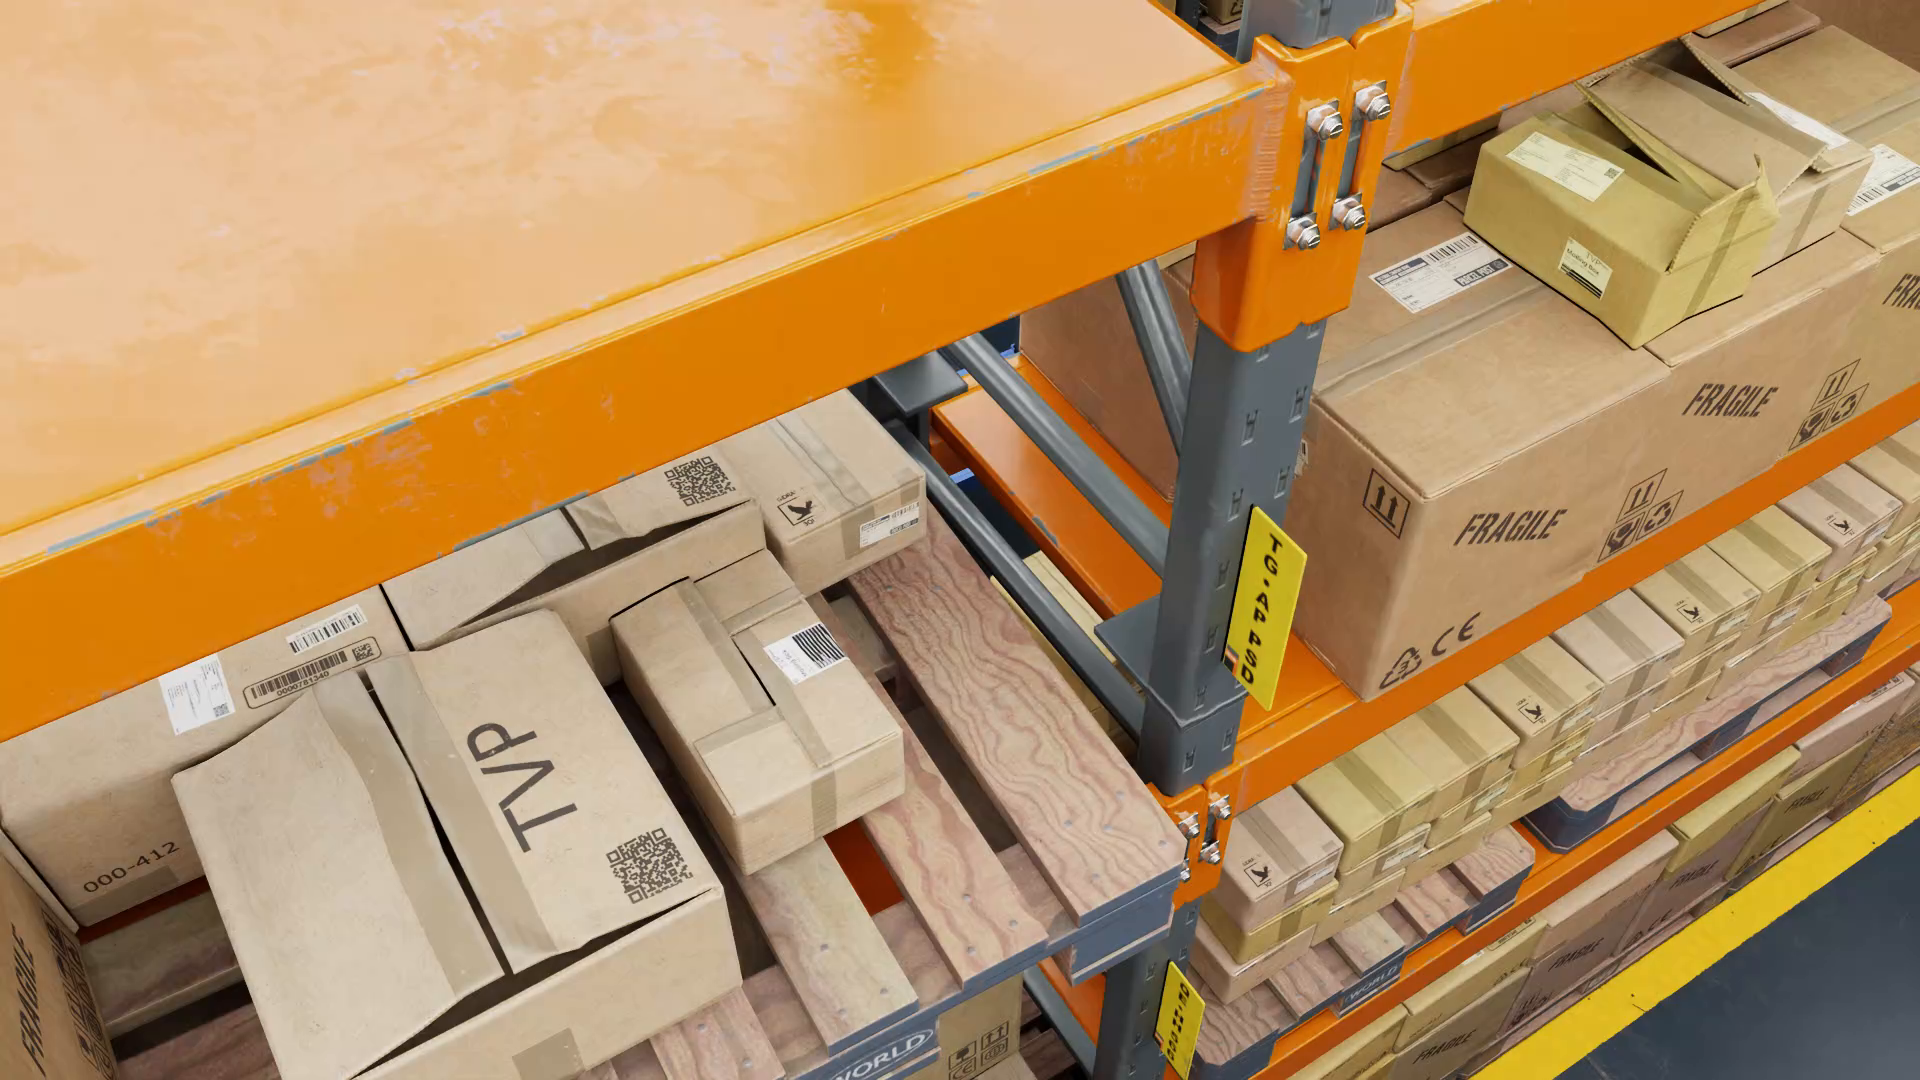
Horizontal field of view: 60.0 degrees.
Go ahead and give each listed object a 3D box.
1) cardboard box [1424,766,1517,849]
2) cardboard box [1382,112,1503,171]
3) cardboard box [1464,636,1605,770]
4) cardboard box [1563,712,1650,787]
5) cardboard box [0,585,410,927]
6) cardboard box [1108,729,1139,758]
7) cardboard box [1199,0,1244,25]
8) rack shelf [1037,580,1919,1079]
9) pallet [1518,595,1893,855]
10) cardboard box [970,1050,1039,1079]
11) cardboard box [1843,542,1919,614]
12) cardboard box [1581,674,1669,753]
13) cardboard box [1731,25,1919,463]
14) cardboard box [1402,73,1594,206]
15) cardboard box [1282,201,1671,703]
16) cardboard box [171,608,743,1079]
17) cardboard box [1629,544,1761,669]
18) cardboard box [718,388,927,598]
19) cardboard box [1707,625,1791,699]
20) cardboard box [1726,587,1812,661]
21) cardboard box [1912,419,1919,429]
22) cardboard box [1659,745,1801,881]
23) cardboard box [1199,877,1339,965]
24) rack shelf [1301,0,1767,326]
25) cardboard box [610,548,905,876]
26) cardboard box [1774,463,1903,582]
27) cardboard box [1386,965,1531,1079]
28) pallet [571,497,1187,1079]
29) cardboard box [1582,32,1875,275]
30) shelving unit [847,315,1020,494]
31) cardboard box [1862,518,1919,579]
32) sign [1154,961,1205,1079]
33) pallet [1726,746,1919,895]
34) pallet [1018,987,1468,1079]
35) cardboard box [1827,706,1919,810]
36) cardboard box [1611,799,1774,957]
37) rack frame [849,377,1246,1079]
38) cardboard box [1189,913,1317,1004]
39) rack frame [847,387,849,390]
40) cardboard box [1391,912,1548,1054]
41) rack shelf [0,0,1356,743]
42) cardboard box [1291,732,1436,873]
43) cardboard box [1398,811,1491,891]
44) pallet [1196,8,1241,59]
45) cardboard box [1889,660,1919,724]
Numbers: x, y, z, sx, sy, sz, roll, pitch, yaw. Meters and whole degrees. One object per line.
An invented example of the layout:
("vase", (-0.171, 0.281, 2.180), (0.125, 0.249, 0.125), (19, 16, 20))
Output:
("cardboard box", (1.078, 0.500, 3.929), (0.250, 0.149, 0.380), (-27, 54, -22))
("cardboard box", (0.739, -0.886, 2.888), (0.258, 0.266, 0.396), (-25, 53, -21))
("cardboard box", (1.264, 0.314, 3.896), (0.250, 0.149, 0.380), (-27, 54, -22))
("cardboard box", (1.502, 0.401, 4.217), (0.250, 0.149, 0.380), (-24, 52, -20))
("cardboard box", (-1.044, 0.167, 2.282), (0.500, 0.250, 0.500), (-24, 53, -20))
("cardboard box", (0.281, 0.396, 4.221), (0.250, 0.149, 0.380), (-24, 53, -20))
("cardboard box", (1.532, -3.474, 8.922), (0.875, 0.875, 0.875), (-25, 53, -21))
("rack shelf", (1.801, 0.381, 4.829), (4.000, 0.370, 1.077), (-25, 53, -21))
("pallet", (1.762, 0.188, 4.648), (1.213, 0.211, 1.003), (-25, 53, -21))
("cardboard box", (-0.128, 1.254, 3.503), (0.500, 0.500, 0.500), (-25, 53, -21))
("cardboard box", (2.387, -0.012, 4.584), (0.250, 0.149, 0.380), (-27, 54, -22))
("cardboard box", (1.502, 0.301, 4.107), (0.250, 0.149, 0.380), (-25, 53, -21))
("cardboard box", (1.574, -0.558, 3.108), (0.500, 0.500, 0.500), (-25, 53, -21))
("cardboard box", (0.873, -0.688, 3.224), (0.500, 0.500, 0.500), (-25, 53, -21))
("cardboard box", (0.735, -0.152, 2.746), (0.500, 0.500, 0.500), (-25, 53, -21))
("cardboard box", (-0.614, 0.404, 2.030), (0.500, 0.311, 0.500), (-25, 53, -21))
("cardboard box", (1.714, 0.098, 4.088), (0.250, 0.149, 0.380), (-24, 52, -20))
("cardboard box", (-0.258, -0.116, 2.602), (0.250, 0.149, 0.380), (-27, 54, -22))
("cardboard box", (1.937, 0.199, 4.396), (0.250, 0.149, 0.380), (-27, 54, -22))
("cardboard box", (1.940, 0.094, 4.291), (0.250, 0.149, 0.380), (-23, 52, -20))
("cardboard box", (2.589, -0.312, 4.453), (0.250, 0.149, 0.380), (-25, 53, -21))
("cardboard box", (2.116, 0.659, 4.990), (0.500, 0.250, 0.500), (-27, 54, -22))
("cardboard box", (0.625, 0.718, 3.735), (0.250, 0.149, 0.380), (-23, 52, -19))
("rack shelf", (1.801, -1.481, 2.738), (4.000, 0.370, 1.077), (-25, 53, -21))
("cardboard box", (-0.280, 0.223, 2.287), (0.250, 0.166, 0.380), (-25, 53, -21))
("cardboard box", (2.154, -0.107, 4.271), (0.250, 0.149, 0.380), (-27, 54, -22))
("cardboard box", (1.267, 1.307, 4.915), (0.500, 0.500, 0.500), (-25, 53, -20))
("pallet", (-0.407, 0.294, 2.543), (1.003, 0.211, 1.213), (-23, 52, -19))
("cardboard box", (1.229, -0.666, 2.692), (0.258, 0.266, 0.396), (-25, 53, -21))
("shelving unit", (-0.072, -0.465, 6.105), (1.048, 1.500, 0.538), (-25, 53, -21))
("cardboard box", (2.378, -0.110, 4.472), (0.250, 0.149, 0.380), (-28, 54, -23))
("sign", (0.408, 0.903, 3.107), (0.005, 0.325, 0.100), (-25, 53, -21))
("pallet", (2.835, 0.583, 6.035), (1.213, 0.211, 1.003), (-25, 53, -21))
("pallet", (0.771, 1.556, 5.169), (1.213, 0.211, 1.003), (-25, 53, -21))
("cardboard box", (3.001, 0.490, 5.643), (0.500, 0.500, 0.500), (-26, 53, -21))
("cardboard box", (2.131, 0.896, 5.281), (0.500, 0.500, 0.500), (-26, 53, -22))
("rack frame", (0.110, 0.939, 3.851), (0.127, 3.000, 1.000), (-25, 53, -21))
("cardboard box", (0.596, 0.832, 3.833), (0.250, 0.149, 0.380), (-26, 53, -21))
("rack frame", (-0.502, -0.262, 5.925), (0.032, 1.500, 0.500), (-25, 53, -21))
("cardboard box", (1.251, 1.057, 4.636), (0.500, 0.250, 0.500), (-26, 53, -21))
("rack shelf", (-1.582, 0.113, 1.319), (4.000, 0.370, 1.077), (-25, 53, -21))
("cardboard box", (0.830, 0.514, 3.718), (0.250, 0.149, 0.380), (-27, 54, -22))
("cardboard box", (1.051, 0.617, 4.024), (0.250, 0.149, 0.380), (-23, 52, -19))
("pallet", (1.616, -3.154, 9.363), (1.213, 0.211, 1.003), (-25, 53, -21))
("cardboard box", (2.997, 0.243, 5.360), (0.500, 0.250, 0.500), (-27, 53, -22))
